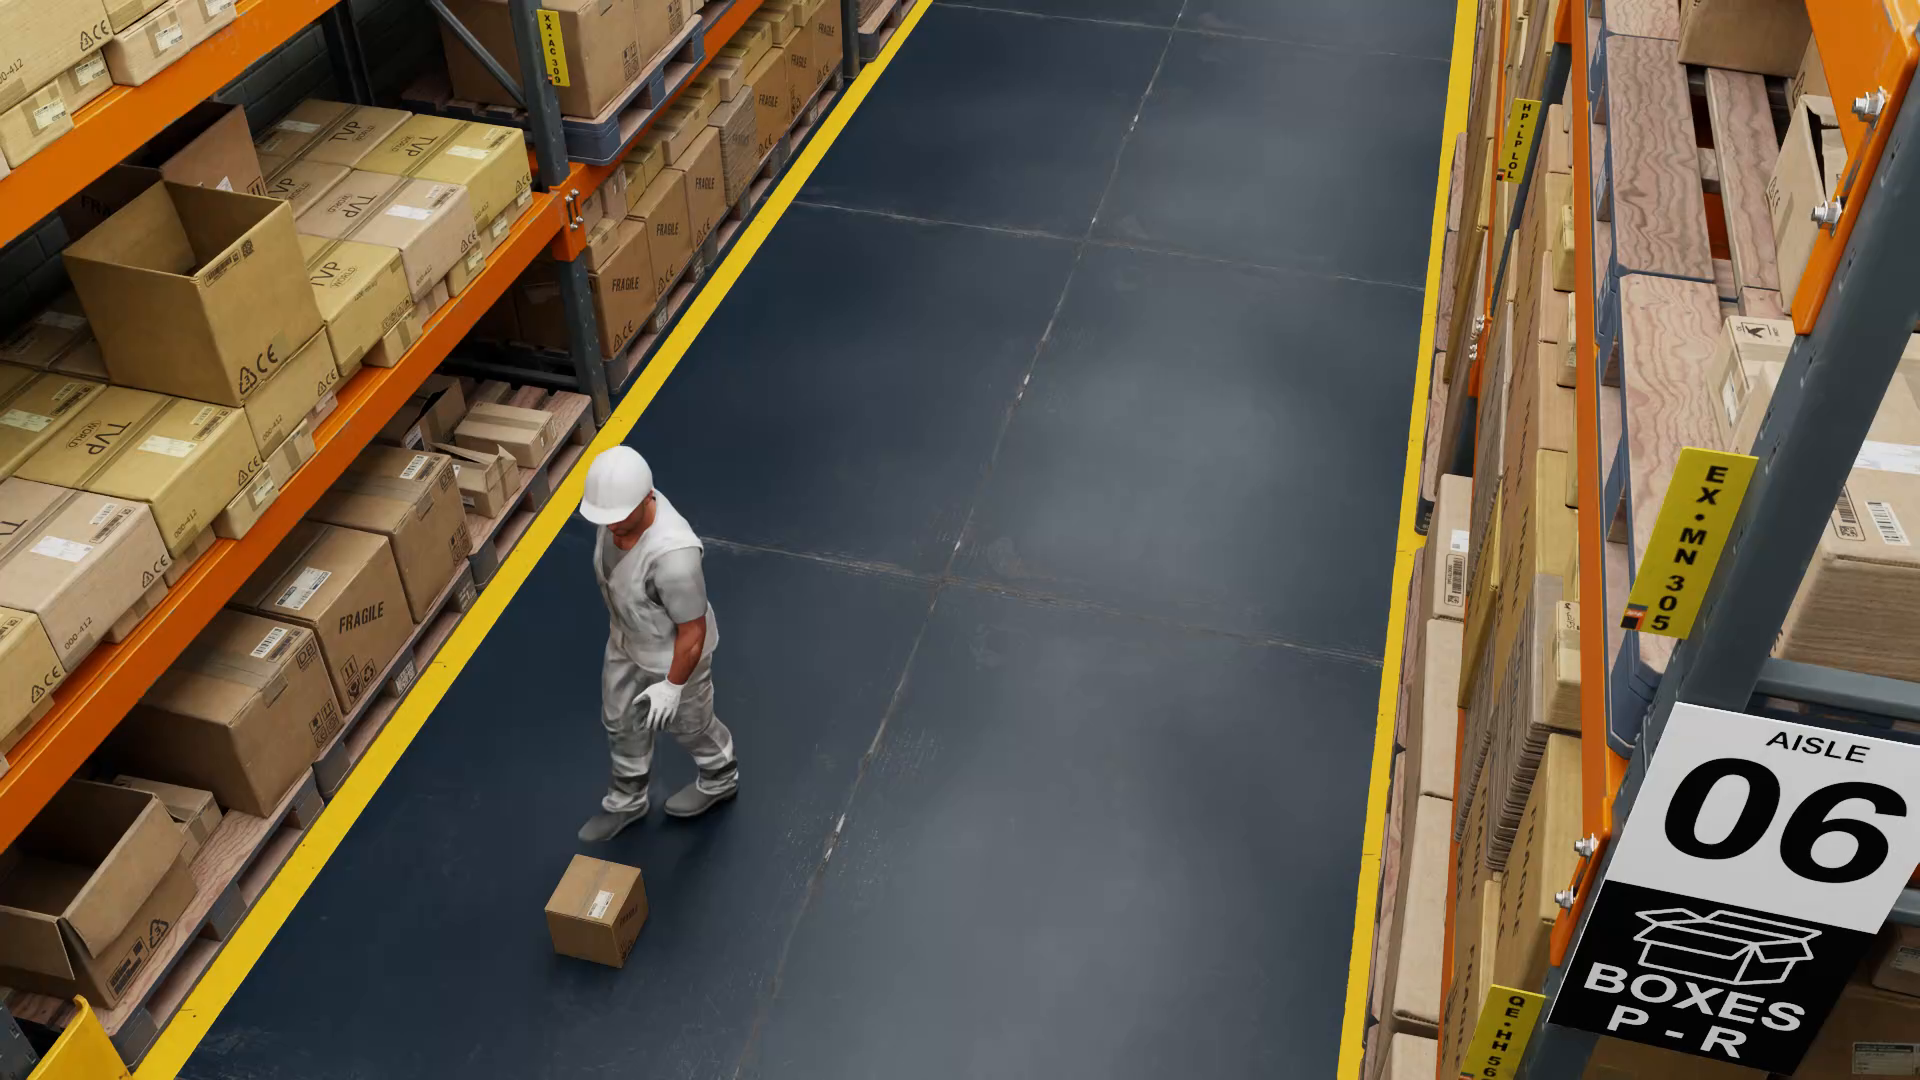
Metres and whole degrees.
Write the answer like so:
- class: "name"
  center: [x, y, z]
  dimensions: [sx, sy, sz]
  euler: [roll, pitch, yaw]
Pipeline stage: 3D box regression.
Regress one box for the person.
- class: "person"
  center: [-1.087, 0.407, 5.681]
  dimensions: [0.605, 1.830, 0.601]
  euler: [-28, 48, -29]
